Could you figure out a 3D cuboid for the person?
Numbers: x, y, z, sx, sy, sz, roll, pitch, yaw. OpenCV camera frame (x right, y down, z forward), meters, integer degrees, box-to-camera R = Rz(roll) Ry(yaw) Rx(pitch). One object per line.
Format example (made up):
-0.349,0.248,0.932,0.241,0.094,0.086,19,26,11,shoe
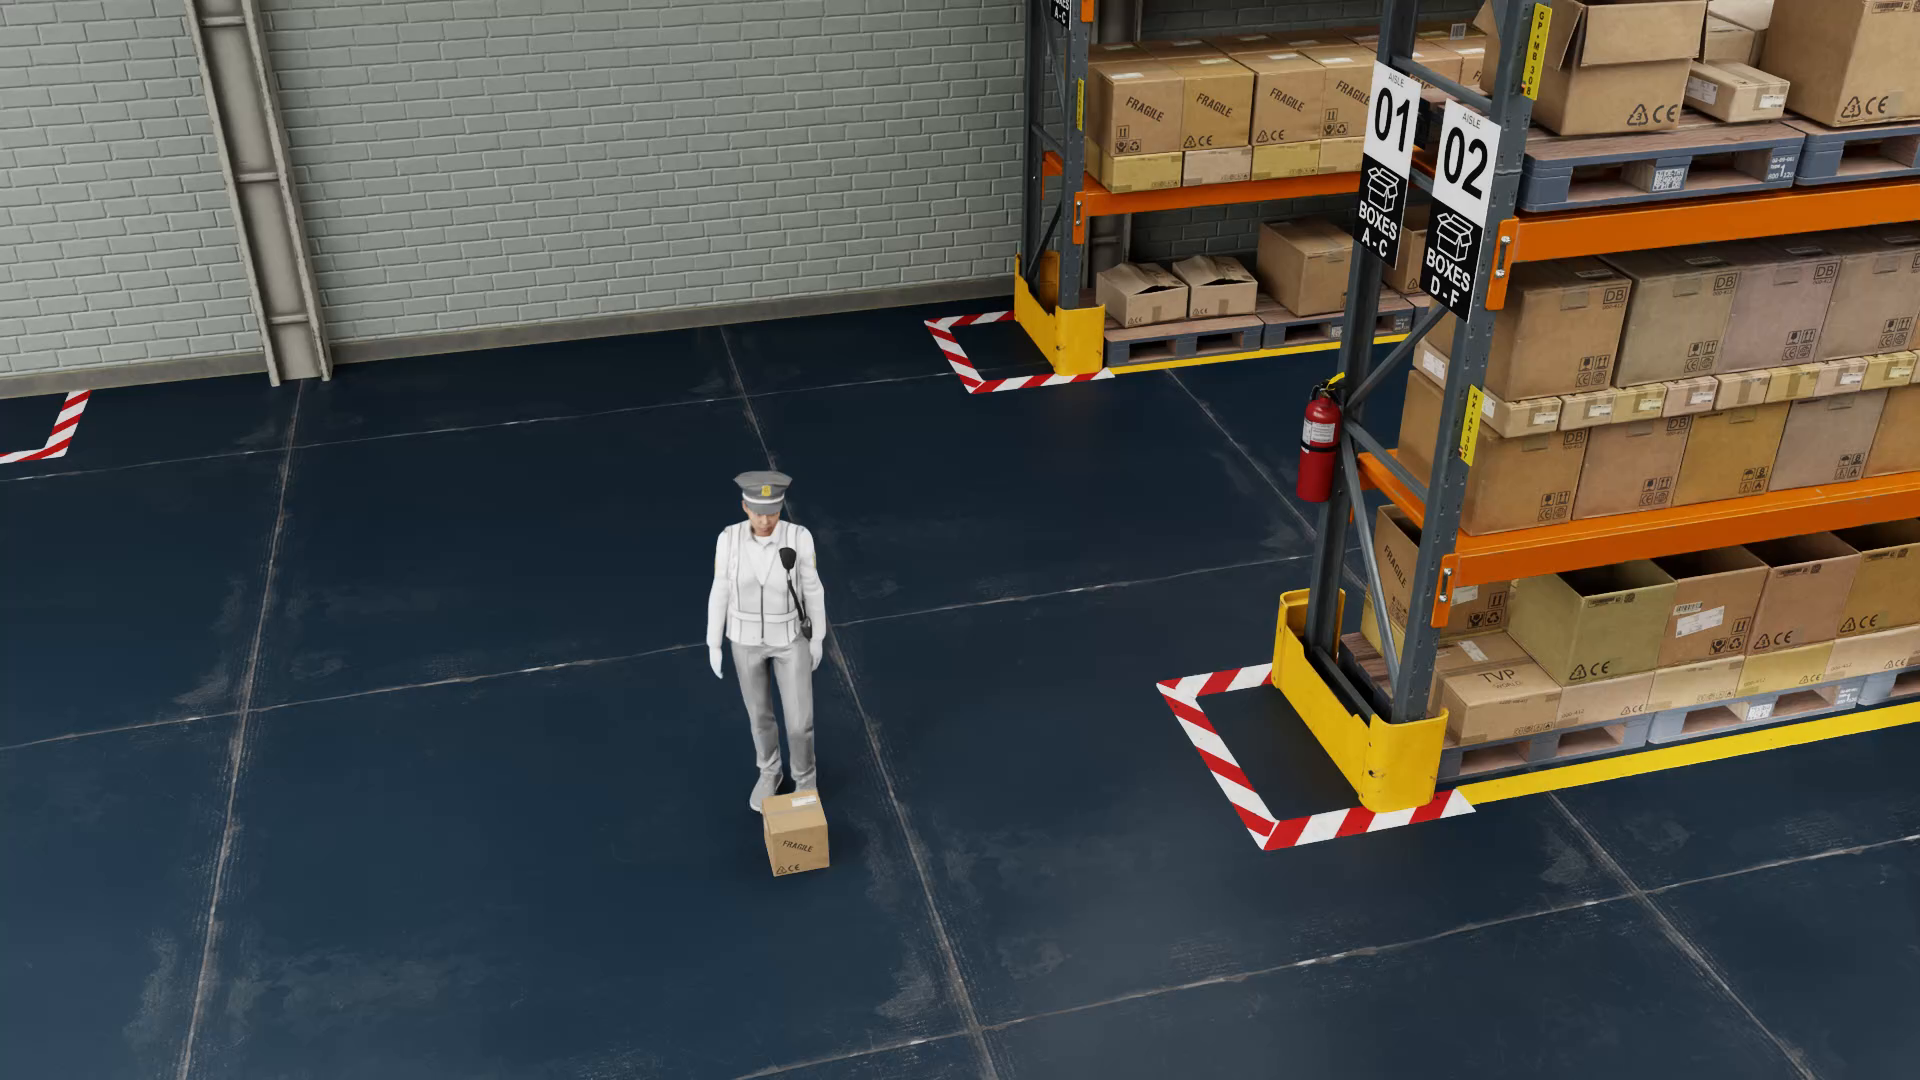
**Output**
-0.866,0.477,7.422,0.520,1.710,0.381,2,30,3,person
